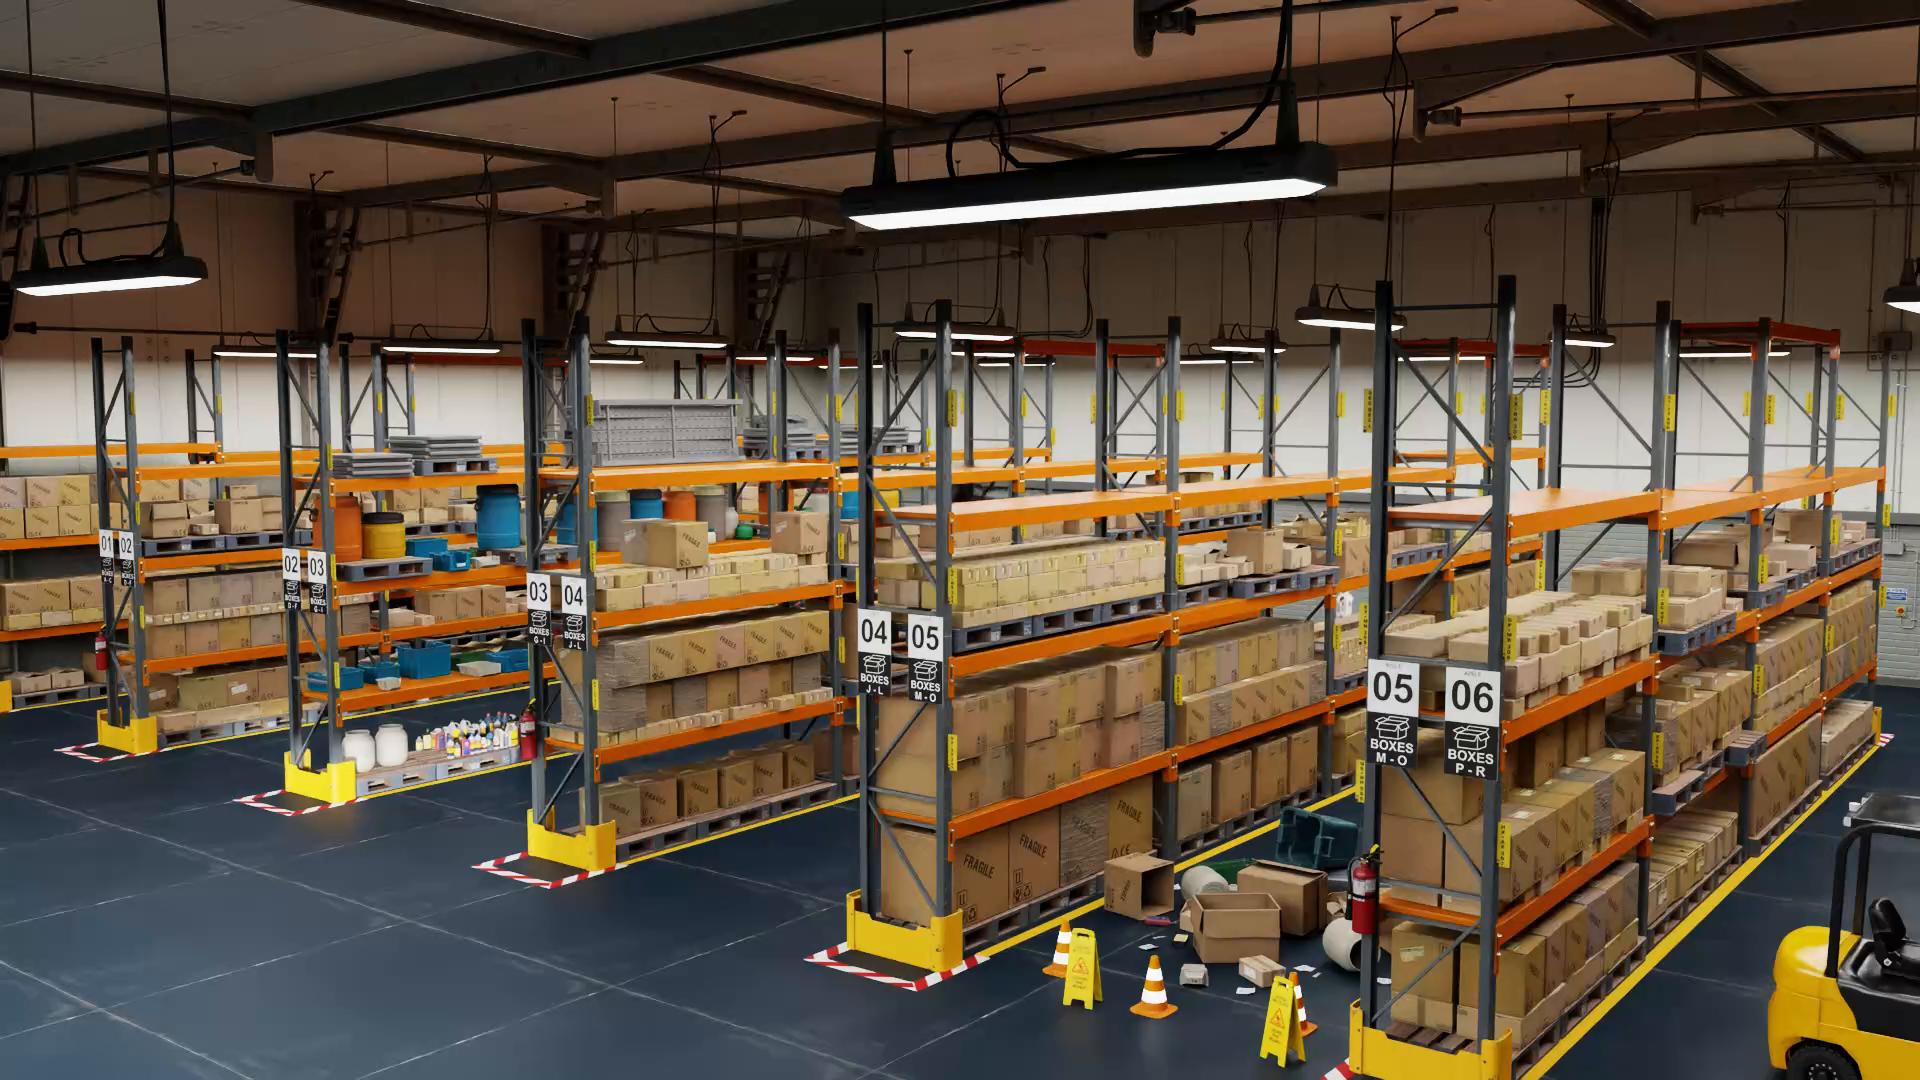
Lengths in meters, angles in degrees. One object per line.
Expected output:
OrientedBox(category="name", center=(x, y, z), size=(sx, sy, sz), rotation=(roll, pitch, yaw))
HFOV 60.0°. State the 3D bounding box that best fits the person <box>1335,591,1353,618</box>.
OrientedBox(category="person", center=(7.362, 1.557, 31.850), size=(0.870, 1.656, 0.508), rotation=(2, 5, 17))
